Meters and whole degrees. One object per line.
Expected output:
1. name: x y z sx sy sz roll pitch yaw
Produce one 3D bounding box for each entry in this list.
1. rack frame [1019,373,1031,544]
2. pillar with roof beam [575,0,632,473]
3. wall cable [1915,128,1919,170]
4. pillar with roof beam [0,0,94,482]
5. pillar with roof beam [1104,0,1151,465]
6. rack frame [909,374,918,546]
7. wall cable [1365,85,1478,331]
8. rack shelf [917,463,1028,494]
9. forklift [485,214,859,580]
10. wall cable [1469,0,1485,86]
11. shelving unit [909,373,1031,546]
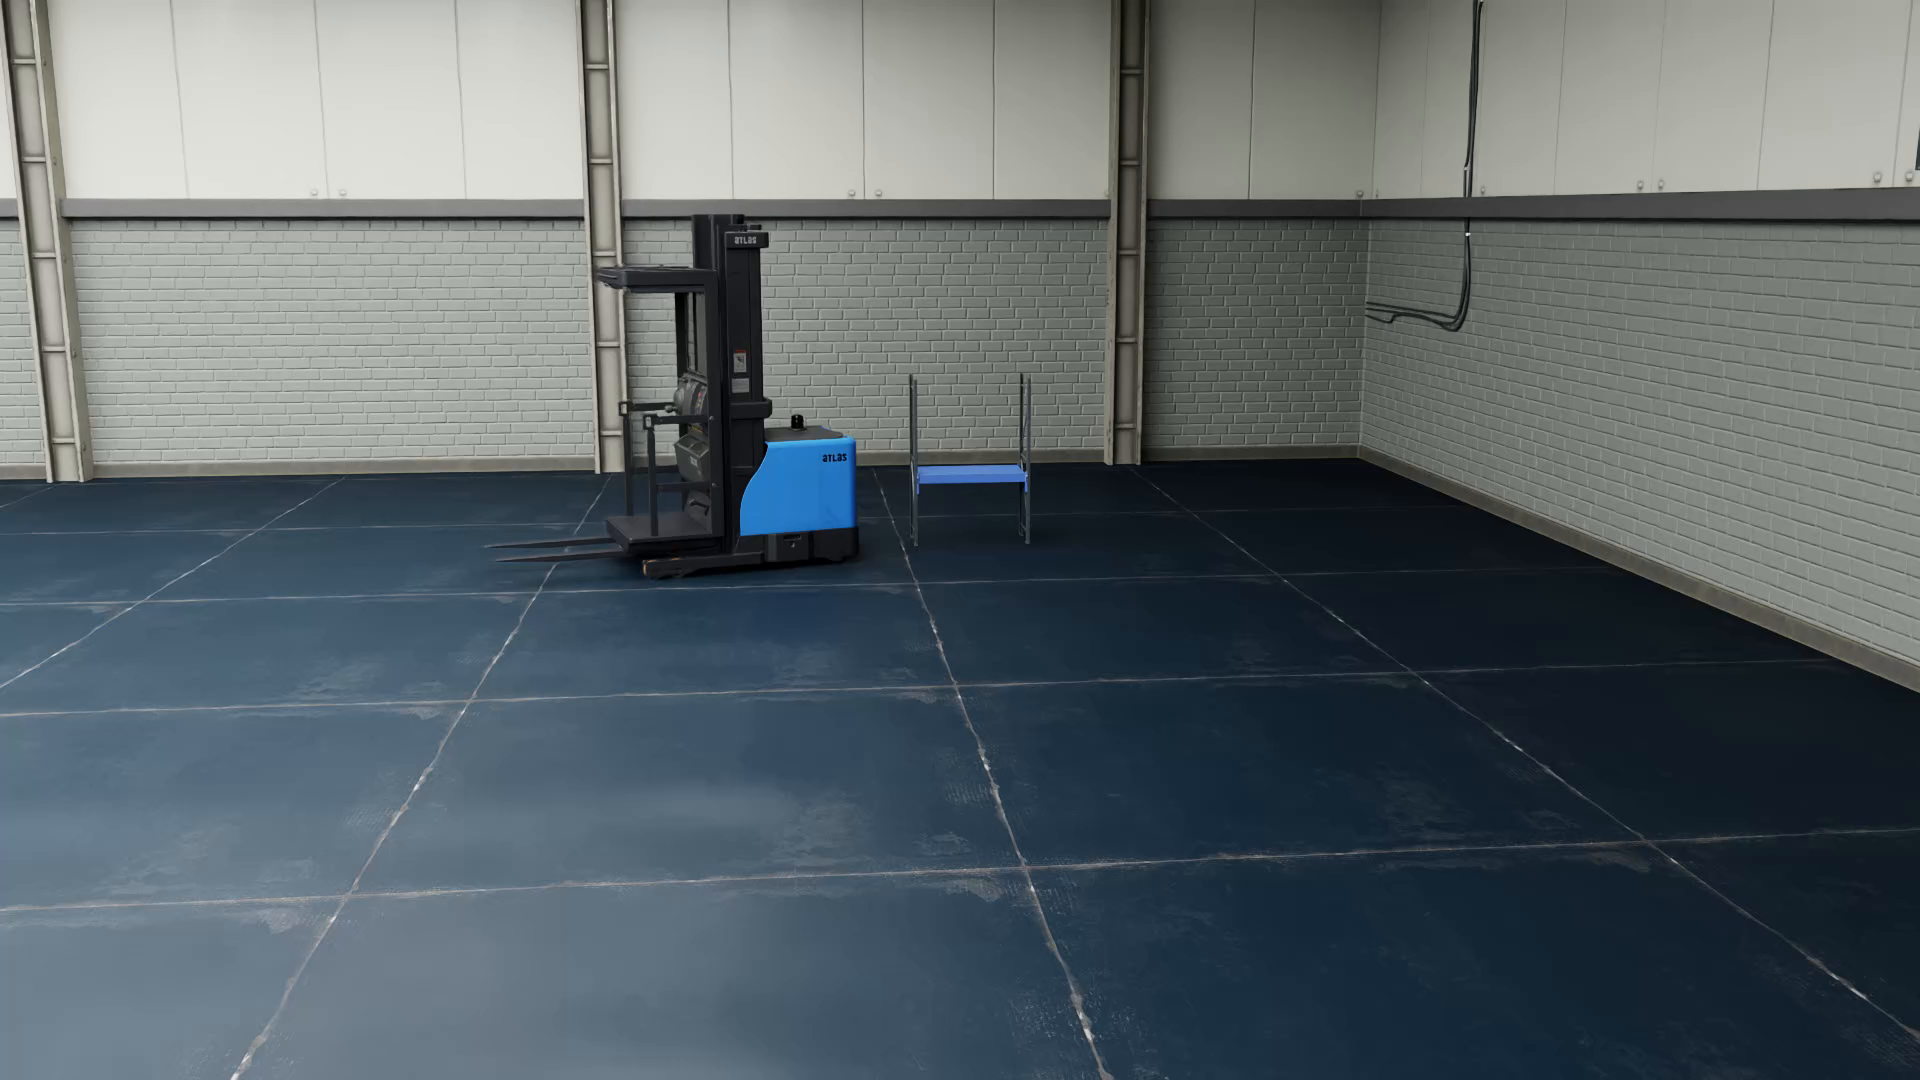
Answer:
1. rack frame: 0.590 -0.748 15.168 0.032 1.500 0.500 -1 11 -6
2. pillar with roof beam: -3.554 -4.389 14.250 0.400 9.000 9.100 -1 11 -6
3. wall cable: 6.027 -4.996 8.517 0.169 6.003 2.305 -1 11 -6
4. pillar with roof beam: -9.519 -4.264 13.614 0.400 9.000 9.100 -1 11 -6
5. pillar with roof beam: 2.411 -4.514 14.885 0.400 9.000 9.100 -1 11 -6
6. rack frame: -0.421 -0.727 15.061 0.032 1.500 0.500 -1 11 -6
7. wall cable: 5.017 -3.624 18.406 0.112 2.526 3.097 -1 11 -6
8. rack shelf: 0.085 -0.561 15.149 1.000 0.185 0.538 -1 11 -6
9. forklift: -2.436 -1.226 13.889 3.031 2.935 1.130 -5 12 -22
10. wall cable: 5.309 -5.583 15.280 0.112 2.526 3.097 -1 11 -6
11. shelving unit: 0.085 -0.738 15.114 1.048 1.500 0.538 -1 11 -6
